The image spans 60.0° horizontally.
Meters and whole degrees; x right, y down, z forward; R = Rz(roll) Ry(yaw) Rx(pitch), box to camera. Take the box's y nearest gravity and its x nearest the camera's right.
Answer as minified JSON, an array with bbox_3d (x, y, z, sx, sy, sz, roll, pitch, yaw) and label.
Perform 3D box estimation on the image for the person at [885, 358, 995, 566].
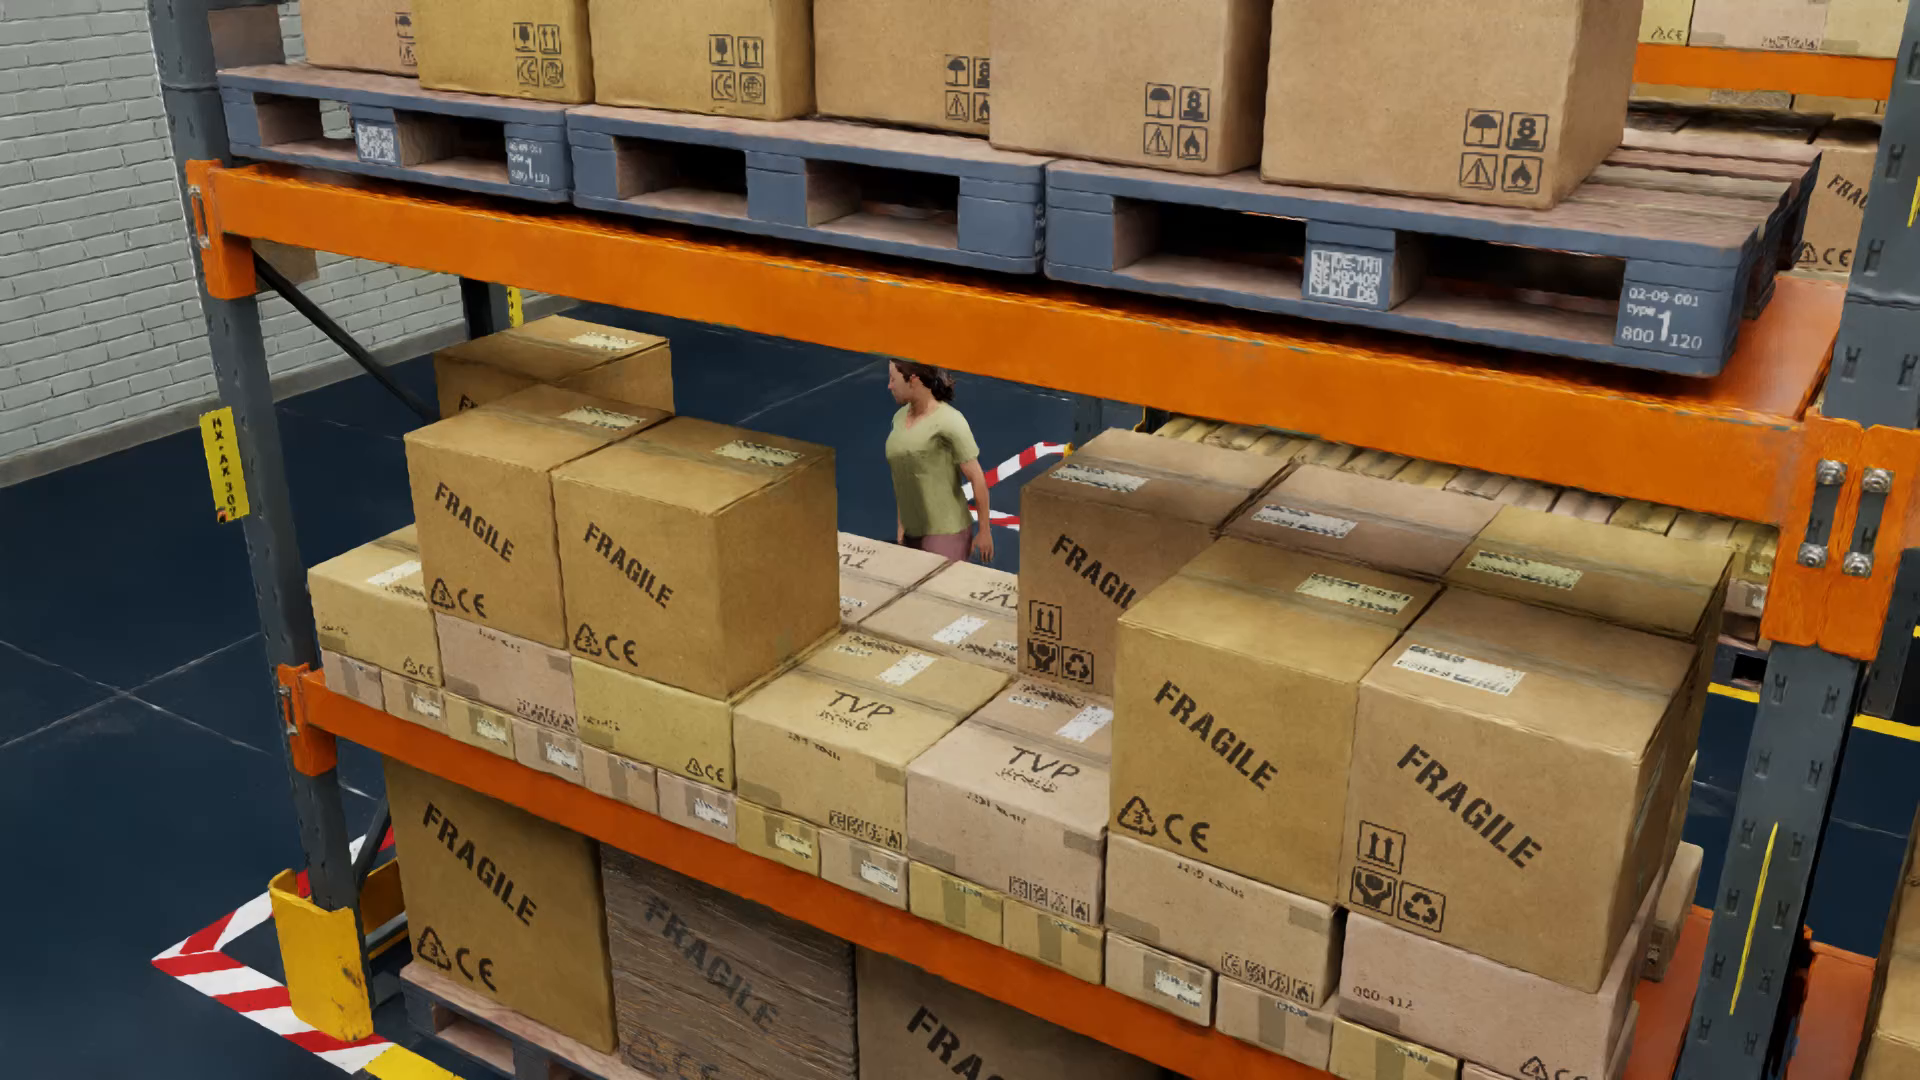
[{"bbox_3d":[-0.053,-0.021,7.150,0.501,1.644,0.658,-19,30,-38],"label":"person"}]
